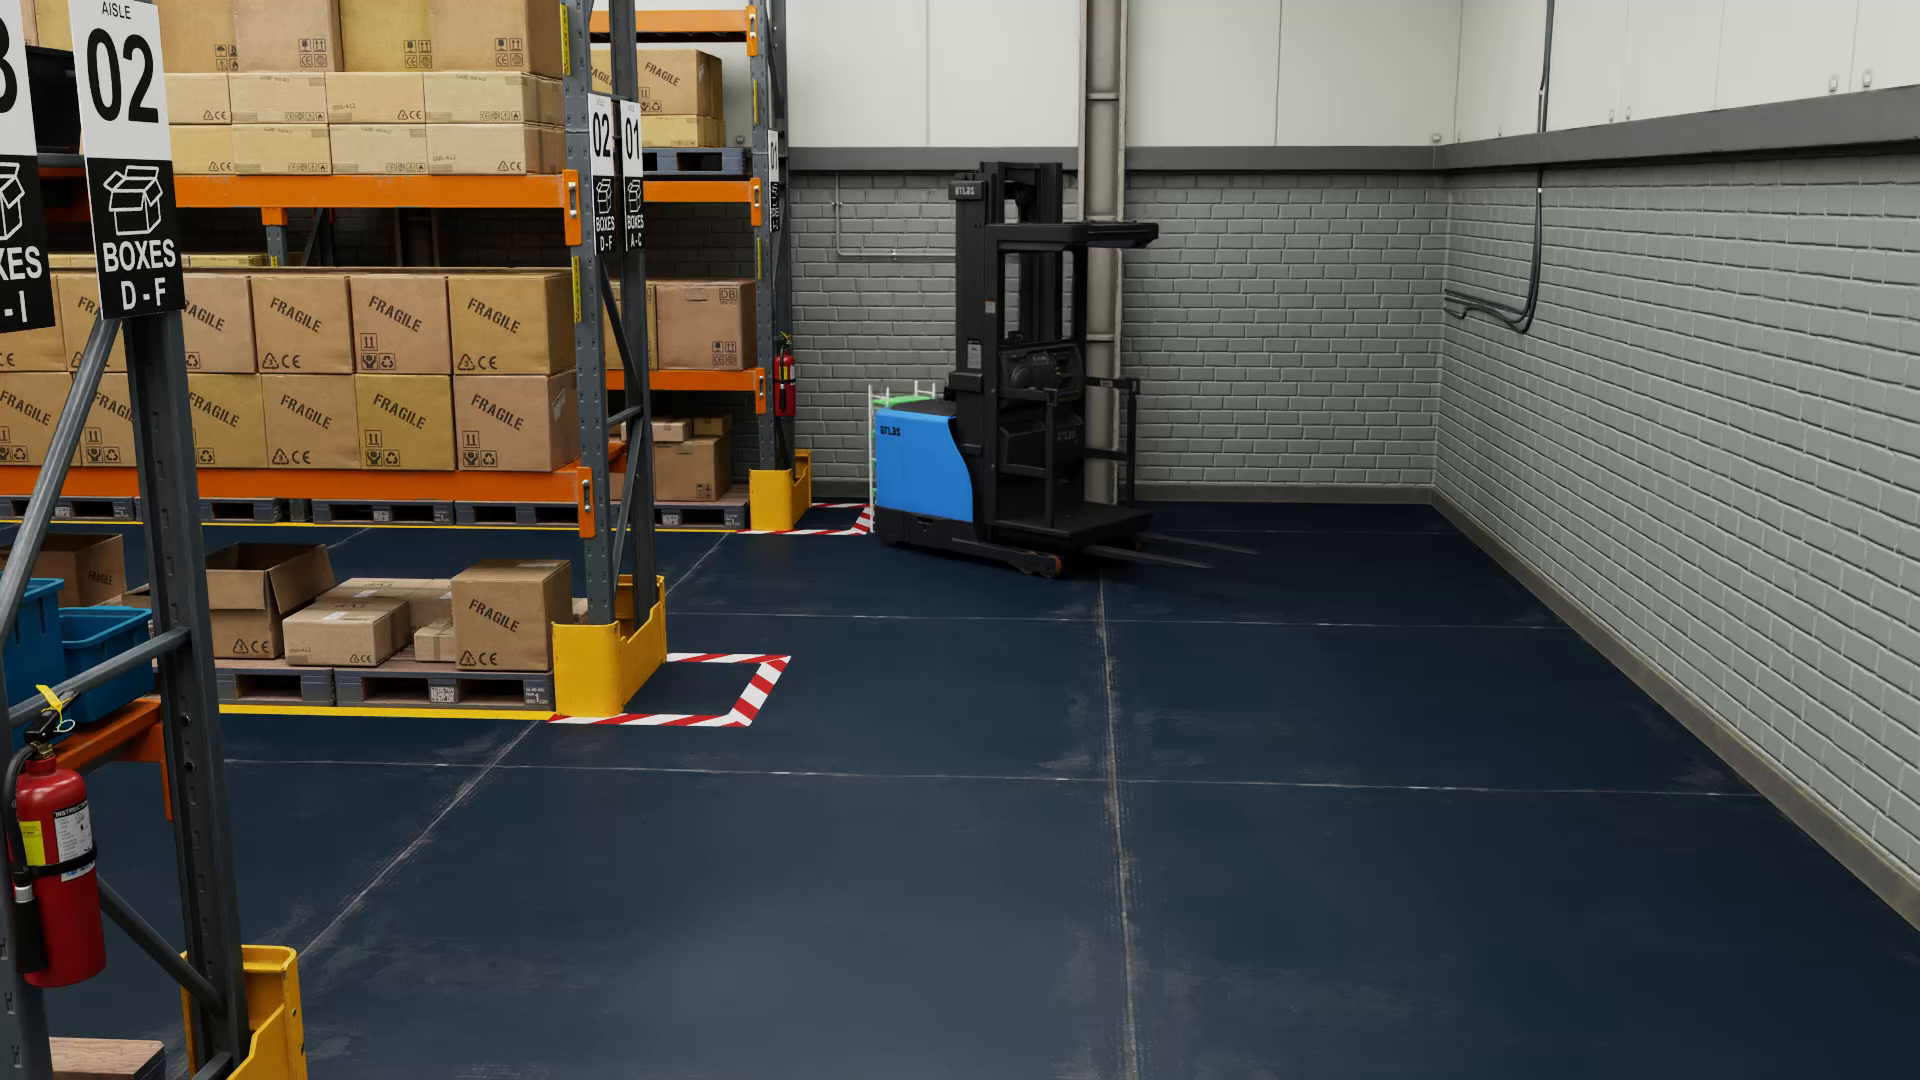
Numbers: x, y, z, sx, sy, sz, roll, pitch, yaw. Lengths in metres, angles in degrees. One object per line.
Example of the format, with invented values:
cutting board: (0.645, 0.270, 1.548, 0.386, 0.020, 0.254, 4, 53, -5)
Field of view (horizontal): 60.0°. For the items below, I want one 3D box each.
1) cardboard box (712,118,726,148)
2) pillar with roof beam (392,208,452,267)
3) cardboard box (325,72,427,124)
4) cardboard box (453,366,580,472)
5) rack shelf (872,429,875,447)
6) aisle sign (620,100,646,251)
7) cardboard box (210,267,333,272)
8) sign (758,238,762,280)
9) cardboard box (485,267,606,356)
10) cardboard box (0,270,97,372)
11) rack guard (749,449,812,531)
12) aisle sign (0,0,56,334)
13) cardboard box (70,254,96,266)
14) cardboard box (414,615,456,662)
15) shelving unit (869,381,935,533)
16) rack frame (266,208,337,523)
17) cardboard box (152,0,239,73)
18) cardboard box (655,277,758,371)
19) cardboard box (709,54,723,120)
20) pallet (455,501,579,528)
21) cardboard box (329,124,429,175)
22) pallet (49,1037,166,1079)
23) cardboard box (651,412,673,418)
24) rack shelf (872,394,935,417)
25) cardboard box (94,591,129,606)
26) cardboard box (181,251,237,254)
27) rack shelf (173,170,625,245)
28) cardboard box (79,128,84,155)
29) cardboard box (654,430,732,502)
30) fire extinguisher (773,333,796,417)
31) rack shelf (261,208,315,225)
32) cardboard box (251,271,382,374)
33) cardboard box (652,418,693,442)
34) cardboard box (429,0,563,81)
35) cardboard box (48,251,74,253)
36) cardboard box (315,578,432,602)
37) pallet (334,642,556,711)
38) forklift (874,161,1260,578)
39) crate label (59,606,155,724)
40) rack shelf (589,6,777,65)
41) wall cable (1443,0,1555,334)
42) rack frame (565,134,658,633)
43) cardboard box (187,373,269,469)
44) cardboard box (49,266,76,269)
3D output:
cardboard box: (-2.253, -3.371, 13.829, 0.500, 0.250, 0.500, 1, 12, 7)
pillar with roof beam: (-5.063, -3.941, 10.129, 0.400, 9.000, 9.100, 1, 12, 4)
cardboard box: (-2.897, -2.251, 8.523, 0.500, 0.250, 0.500, 1, 12, 4)
cardboard box: (-2.333, -0.649, 8.802, 0.500, 0.500, 0.500, 1, 12, 5)
rack shelf: (-0.466, -0.843, 13.508, 0.480, 0.148, 0.258, -11, 16, -41)
aisle sign: (-1.780, -1.981, 9.065, 0.004, 0.787, 0.394, 1, 12, 4)
cardboard box: (-3.821, -1.268, 9.319, 0.500, 0.500, 0.500, 1, 12, 3)
sign: (-1.591, -2.234, 13.215, 0.005, 0.325, 0.100, 1, 12, 4)
cardboard box: (-2.293, -1.248, 9.223, 0.500, 0.500, 0.500, 1, 12, 5)
cardboard box: (-4.893, -1.172, 8.859, 0.500, 0.500, 0.500, 0, 12, 2)
rack guard: (-1.517, -0.438, 14.141, 0.348, 0.500, 1.175, 1, 12, 4)
aisle sign: (-2.151, -0.850, 3.655, 0.004, 0.787, 0.394, 1, 12, 4)
cardboard box: (-7.033, -2.258, 13.886, 0.500, 0.250, 0.500, 1, 12, 5)
cardboard box: (-2.825, 0.541, 9.203, 0.250, 0.166, 0.380, 1, 12, 4)
shelving unit: (-0.466, -0.671, 13.544, 0.503, 1.200, 0.258, -11, 16, -41)
rack frame: (-5.532, -1.717, 14.149, 0.127, 3.000, 1.000, 1, 12, 4)
cardboard box: (-3.874, -2.695, 8.814, 0.500, 0.500, 0.700, 1, 12, 4)
cardboard box: (-2.050, -1.814, 13.880, 0.700, 0.700, 0.980, 1, 12, 6)
cardboard box: (-2.253, -3.738, 13.749, 0.500, 0.500, 0.500, 0, 12, 2)
pallet: (-3.558, -0.309, 14.231, 1.213, 0.211, 1.003, 1, 12, 4)
cardboard box: (-2.896, -2.007, 8.577, 0.500, 0.250, 0.500, 1, 12, 4)
pallet: (-3.023, 1.708, 4.589, 1.213, 0.211, 1.003, 1, 12, 4)
cardboard box: (-2.613, -0.997, 14.201, 0.250, 0.149, 0.380, 1, 12, 4)
rack shelf: (-0.467, -1.078, 13.459, 0.480, 0.148, 0.258, -11, 16, -41)
cardboard box: (-4.893, 0.418, 9.831, 0.250, 0.149, 0.380, 1, 12, 4)
cardboard box: (-6.496, -2.353, 14.341, 0.500, 0.250, 0.500, 1, 12, 4)
rack shelf: (-3.864, -1.793, 8.946, 4.000, 0.370, 1.077, 1, 12, 4)
cardboard box: (-4.393, -2.027, 8.675, 0.500, 0.250, 0.500, 1, 12, 4)
cardboard box: (-2.246, -0.633, 14.048, 0.500, 0.500, 0.700, 1, 12, 4)
fire extinguisher: (-1.421, -1.345, 13.473, 0.183, 0.674, 0.296, 1, 12, 4)
rack shelf: (-7.527, -2.860, 14.046, 4.000, 0.370, 1.077, 1, 12, 4)
cardboard box: (-3.352, -1.151, 8.758, 0.500, 0.500, 0.500, 1, 12, 5)
cardboard box: (-2.386, -0.915, 13.812, 0.250, 0.149, 0.380, 1, 12, 3)
cardboard box: (-2.382, -2.660, 8.647, 0.500, 0.500, 0.700, 1, 12, 4)
cardboard box: (-8.025, -2.374, 14.440, 0.500, 0.250, 0.500, 0, 12, 2)
cardboard box: (-3.389, 0.402, 9.663, 0.500, 0.250, 0.500, 1, 12, 4)
pallet: (-2.739, 0.703, 9.391, 1.213, 0.211, 1.003, 1, 12, 4)
forklift: (0.767, -1.281, 12.235, 3.031, 2.935, 1.130, 10, 16, 40)
crate label: (-2.427, 0.344, 4.560, 0.303, 0.233, 0.416, 1, 12, 4)
rack shelf: (-3.536, -4.078, 13.518, 4.000, 0.370, 1.077, 1, 12, 4)
wall cable: (4.079, -2.928, 12.872, 0.112, 2.526, 3.097, 1, 12, 4)
rack frame: (-1.868, -0.650, 9.049, 0.127, 3.000, 1.000, 1, 12, 4)
cardboard box: (-3.851, -0.671, 8.904, 0.500, 0.500, 0.500, 1, 12, 3)
cardboard box: (-5.337, -1.289, 9.418, 0.500, 0.500, 0.500, 1, 12, 4)
